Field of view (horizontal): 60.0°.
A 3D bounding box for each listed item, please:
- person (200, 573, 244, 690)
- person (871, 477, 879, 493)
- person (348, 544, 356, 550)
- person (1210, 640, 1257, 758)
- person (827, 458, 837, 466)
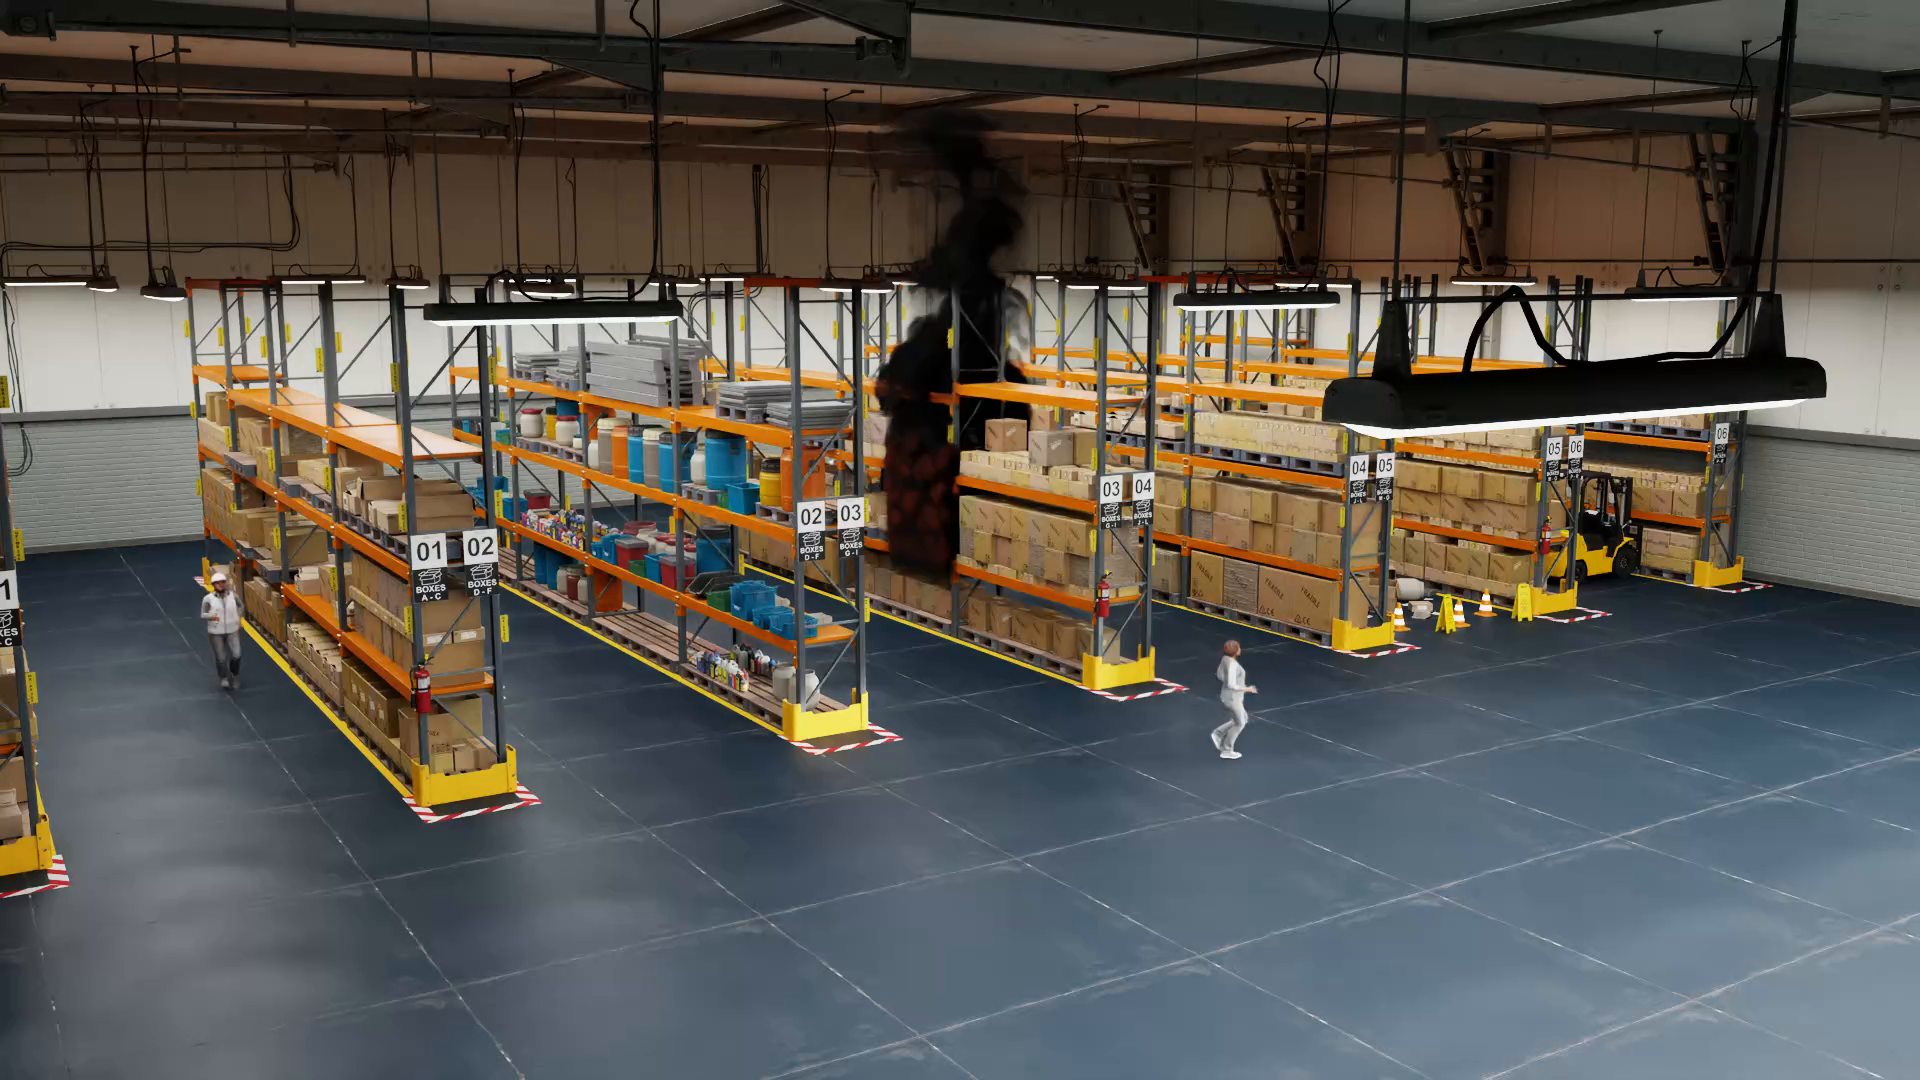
[{"bbox_3d":[-10.867,1.372,24.599,0.641,1.779,0.658,-6,11,-32],"label":"person"},{"bbox_3d":[-2.215,-1.514,42.160,0.657,1.593,0.741,-2,10,-14],"label":"person"},{"bbox_3d":[-11.529,0.122,32.102,0.712,1.730,0.796,-7,12,-37],"label":"person"},{"bbox_3d":[3.499,2.032,21.250,0.552,1.553,0.530,0,10,-1],"label":"person"},{"bbox_3d":[-3.084,-1.368,41.085,0.742,1.710,0.724,5,11,26],"label":"person"}]
